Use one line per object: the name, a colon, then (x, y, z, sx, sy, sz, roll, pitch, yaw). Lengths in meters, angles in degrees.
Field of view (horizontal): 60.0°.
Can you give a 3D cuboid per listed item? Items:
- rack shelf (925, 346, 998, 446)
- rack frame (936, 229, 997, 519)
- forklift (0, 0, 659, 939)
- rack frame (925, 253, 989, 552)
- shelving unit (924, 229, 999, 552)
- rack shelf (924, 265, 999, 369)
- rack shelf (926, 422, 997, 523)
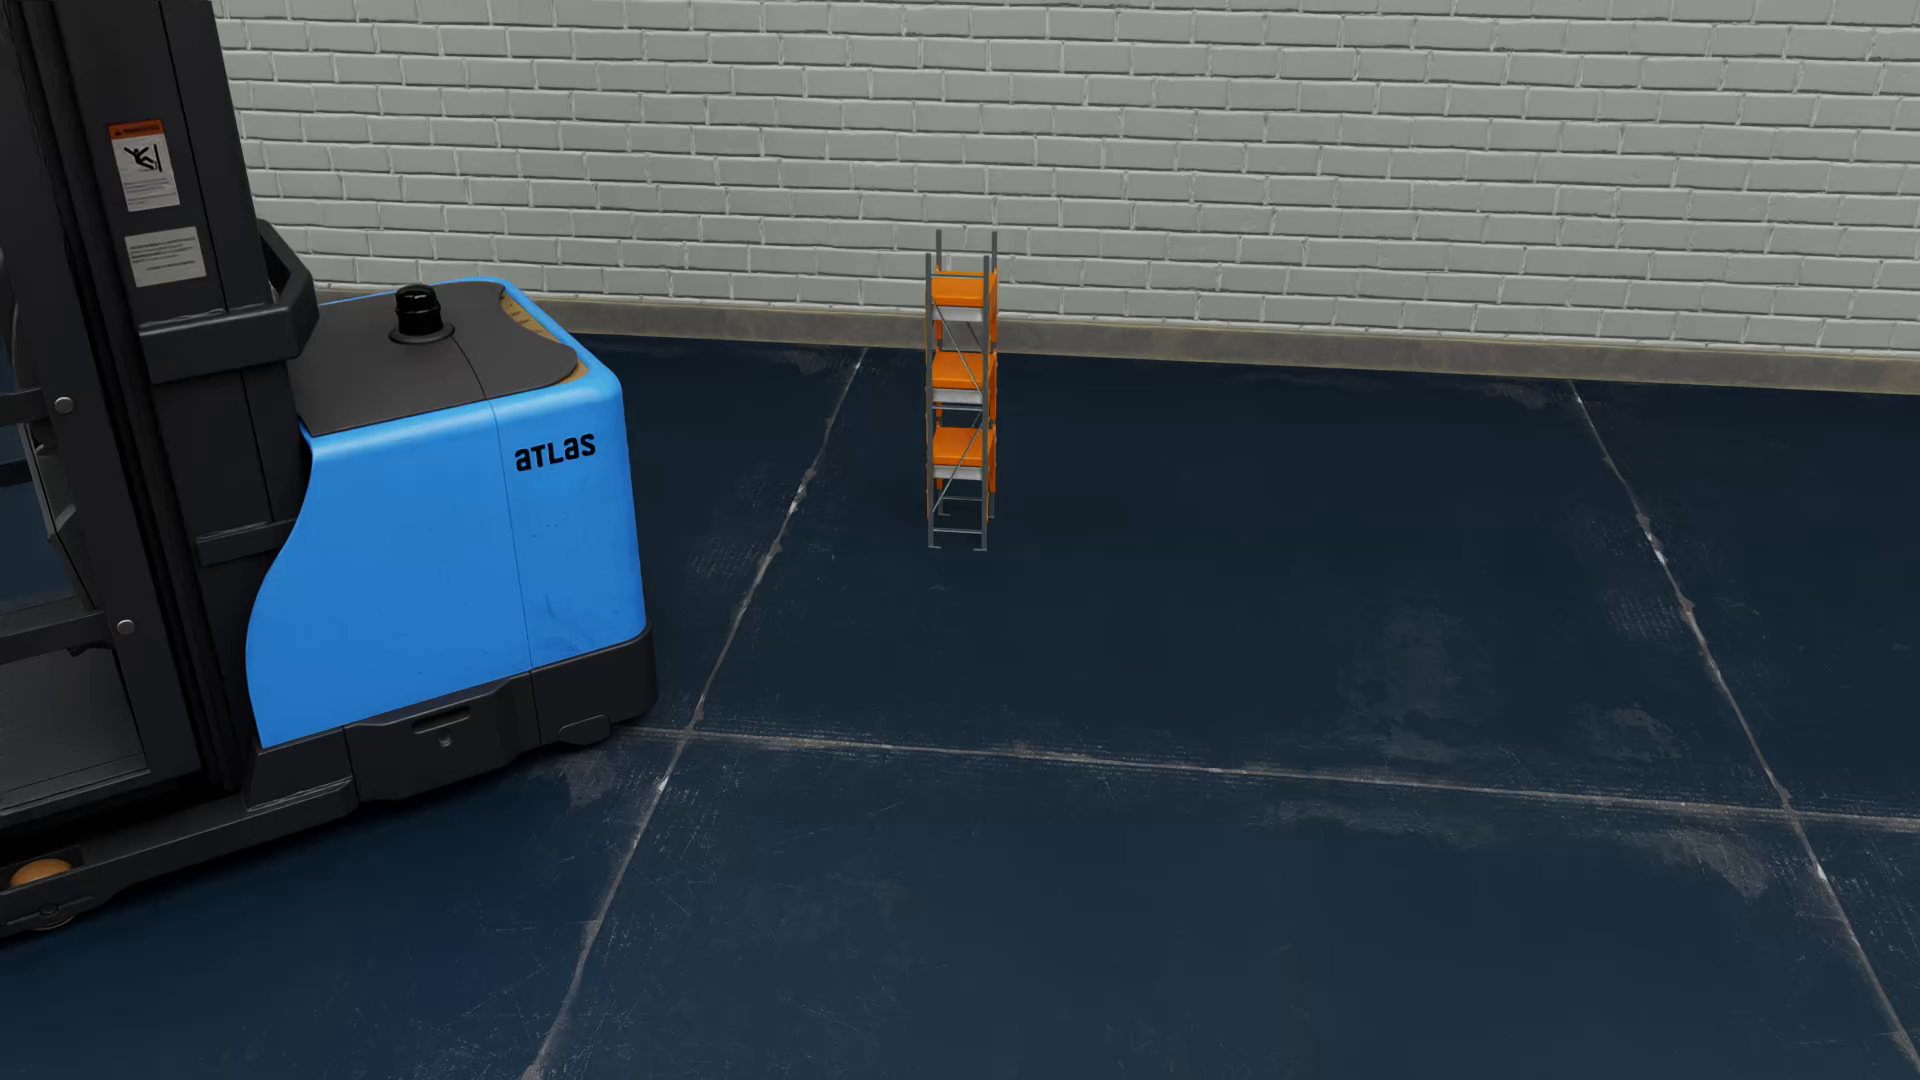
rack shelf: (0.007, -0.478, 5.553, 0.215, 0.259, 0.240, 3, 28, 6)
rack frame: (0.022, -0.545, 5.654, 0.200, 1.050, 0.008, 3, 28, 6)
forklift: (-2.387, -0.590, 3.755, 3.031, 2.935, 1.130, -16, 32, -28)
rack frame: (-0.008, -0.430, 5.441, 0.200, 1.050, 0.008, 3, 28, 6)
shelving unit: (0.007, -0.487, 5.548, 0.215, 1.050, 0.252, 3, 28, 6)
rack shelf: (0.007, -0.728, 5.418, 0.215, 0.259, 0.240, 3, 28, 6)
rack shelf: (0.007, -0.233, 5.685, 0.215, 0.259, 0.240, 3, 28, 6)
